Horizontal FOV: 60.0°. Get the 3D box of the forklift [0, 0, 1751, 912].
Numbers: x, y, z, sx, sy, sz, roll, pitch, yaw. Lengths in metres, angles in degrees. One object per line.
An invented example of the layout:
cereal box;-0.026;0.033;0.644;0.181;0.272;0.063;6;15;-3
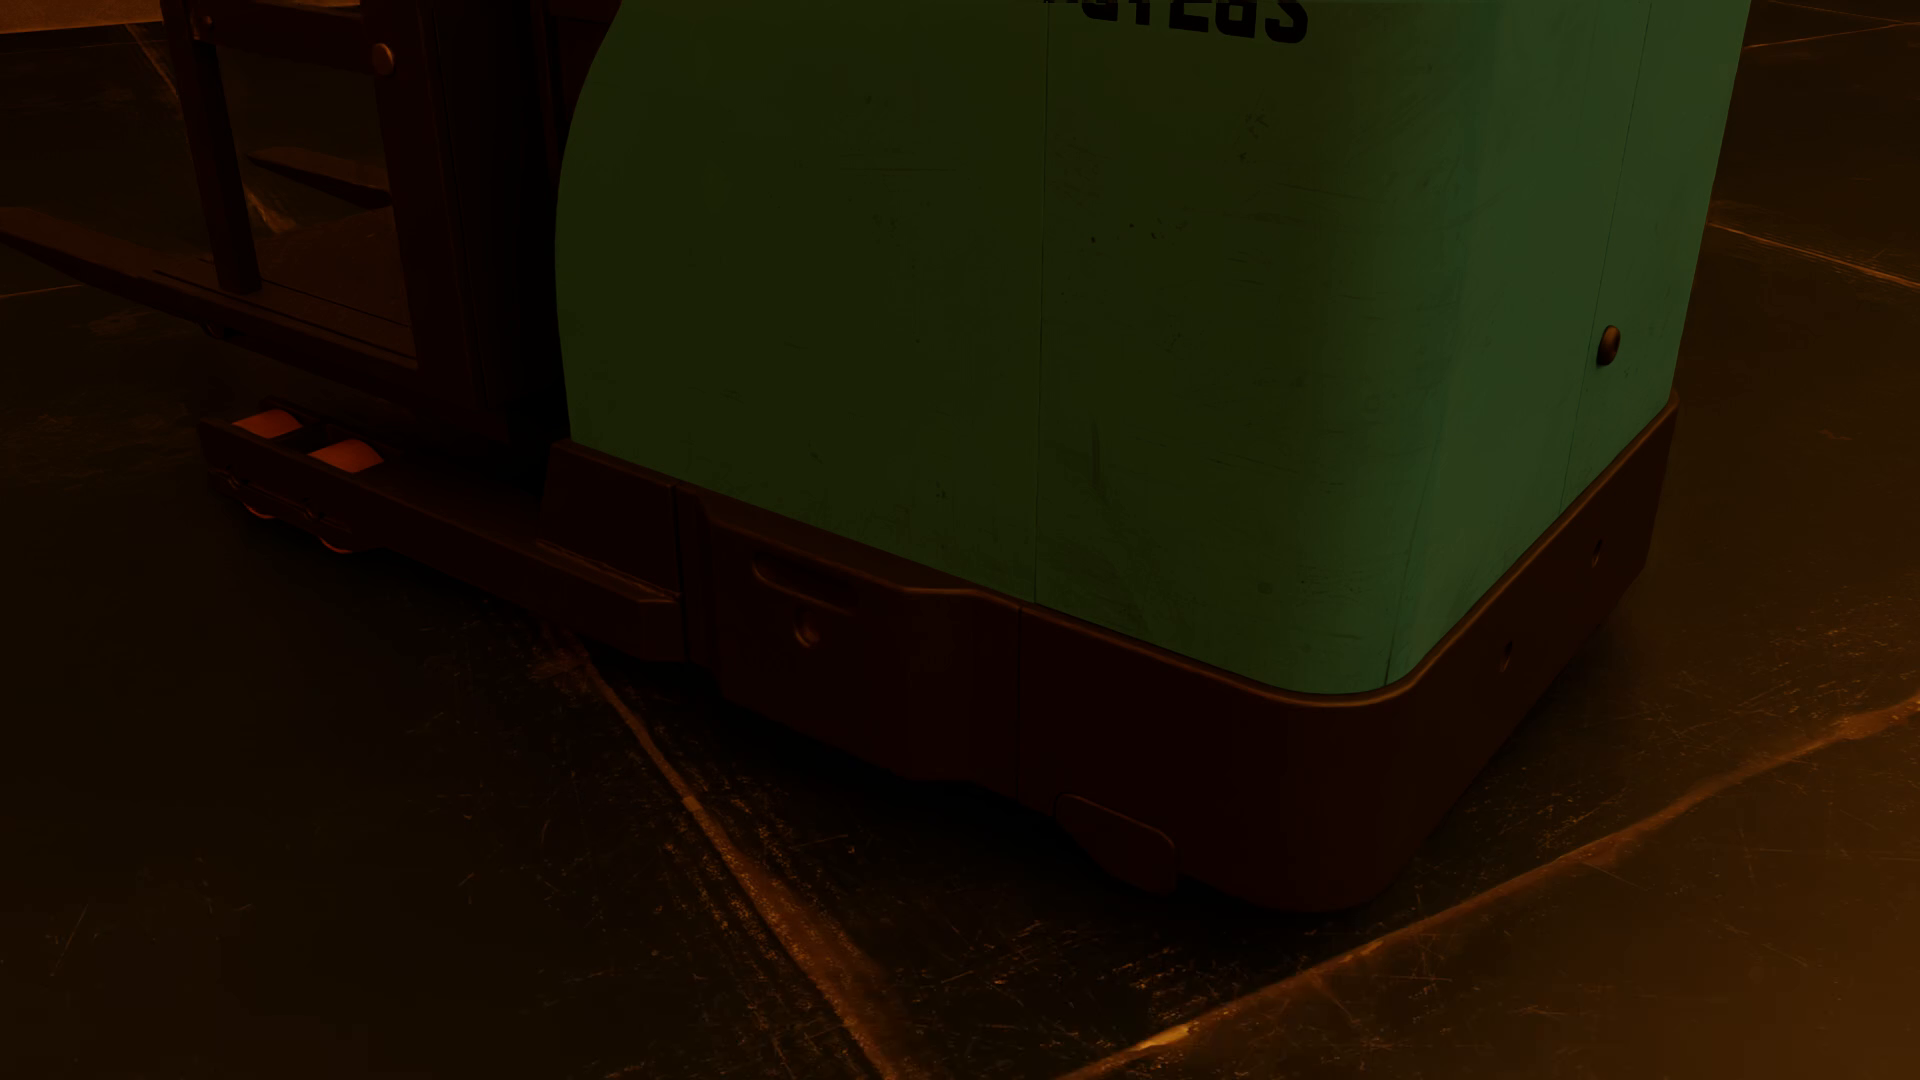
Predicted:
forklift;-0.539;-1.458;2.135;3.031;2.935;1.130;19;32;32
